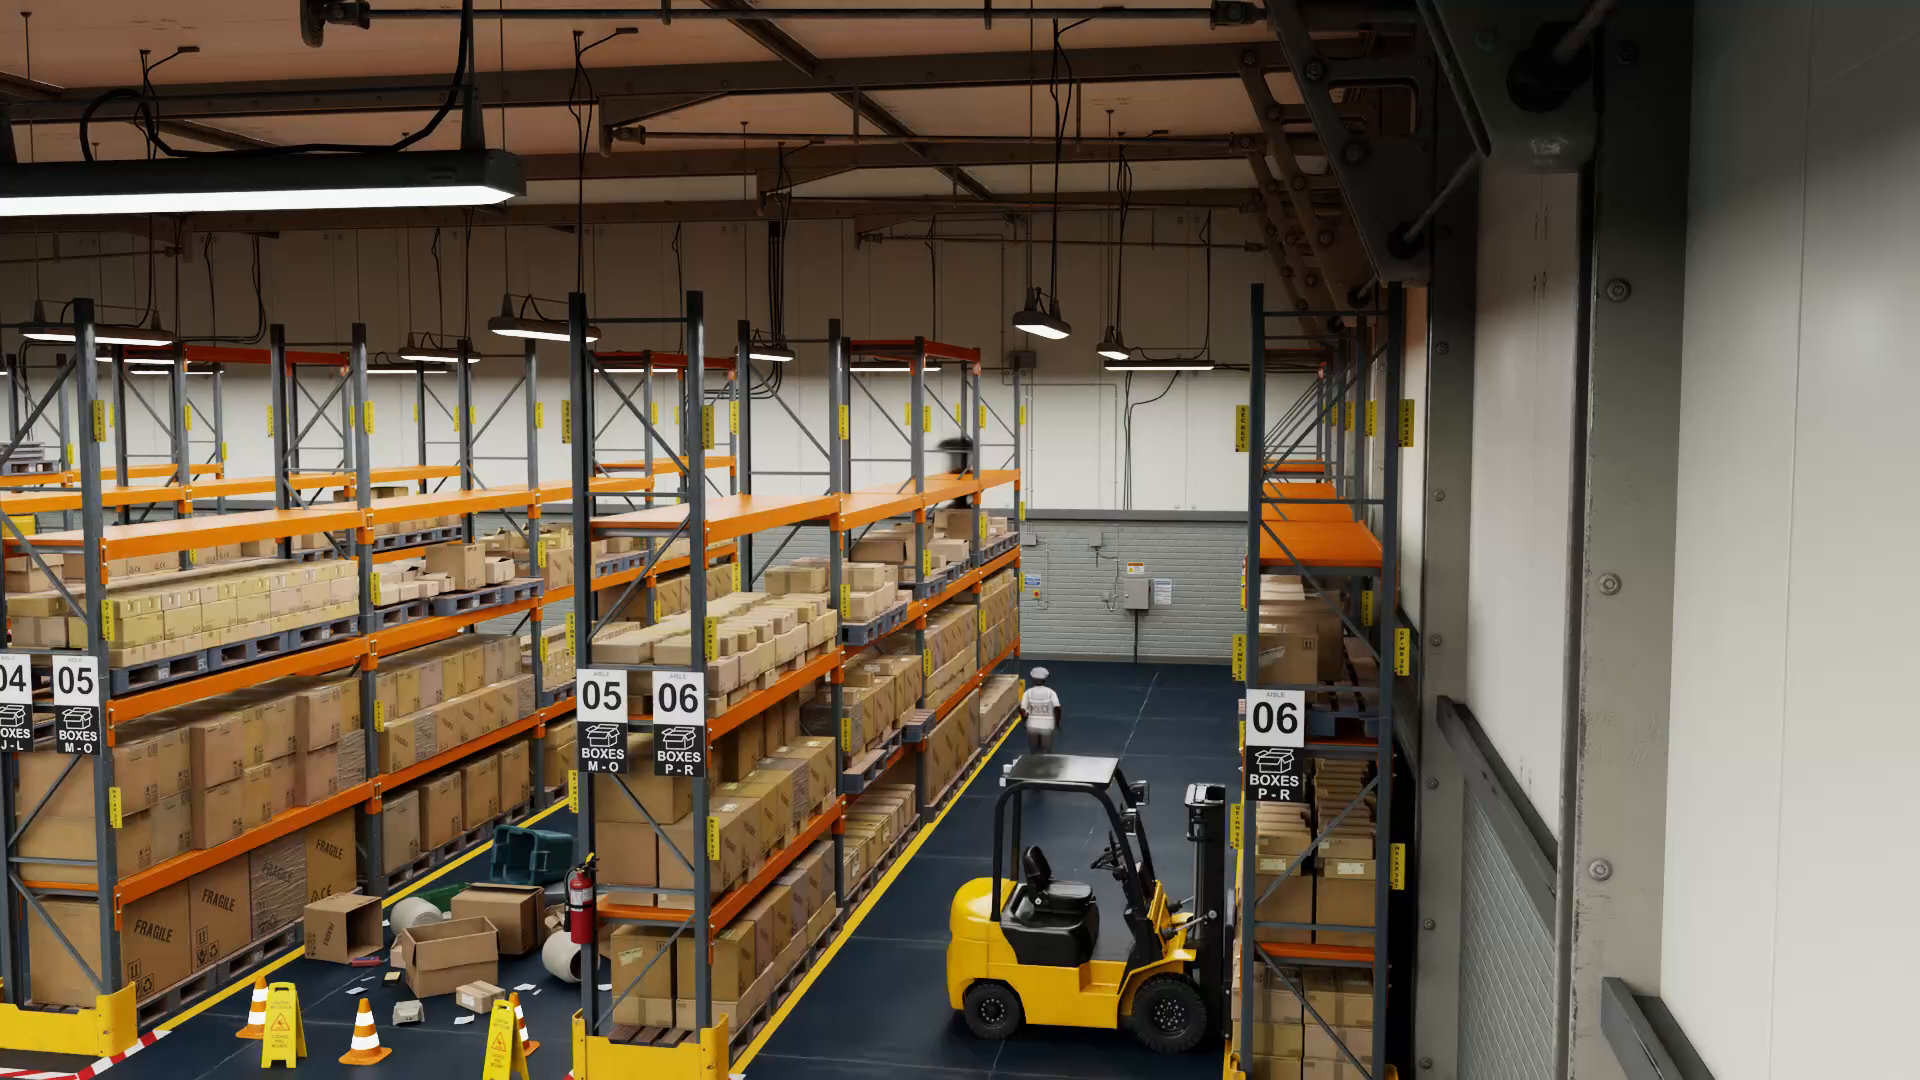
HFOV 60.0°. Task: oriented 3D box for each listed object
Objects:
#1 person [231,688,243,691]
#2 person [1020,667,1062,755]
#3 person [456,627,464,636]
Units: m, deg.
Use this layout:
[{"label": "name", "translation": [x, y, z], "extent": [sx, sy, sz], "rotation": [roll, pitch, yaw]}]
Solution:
[{"label": "person", "translation": [-8.805, 2.650, 20.623], "extent": [0.668, 1.752, 1.000], "rotation": [-1, 5, -7]}, {"label": "person", "translation": [1.093, 2.551, 22.488], "extent": [0.569, 1.651, 0.588], "rotation": [0, 5, 5]}, {"label": "person", "translation": [-7.962, 2.149, 27.092], "extent": [0.647, 1.682, 0.851], "rotation": [-1, 5, -10]}]
